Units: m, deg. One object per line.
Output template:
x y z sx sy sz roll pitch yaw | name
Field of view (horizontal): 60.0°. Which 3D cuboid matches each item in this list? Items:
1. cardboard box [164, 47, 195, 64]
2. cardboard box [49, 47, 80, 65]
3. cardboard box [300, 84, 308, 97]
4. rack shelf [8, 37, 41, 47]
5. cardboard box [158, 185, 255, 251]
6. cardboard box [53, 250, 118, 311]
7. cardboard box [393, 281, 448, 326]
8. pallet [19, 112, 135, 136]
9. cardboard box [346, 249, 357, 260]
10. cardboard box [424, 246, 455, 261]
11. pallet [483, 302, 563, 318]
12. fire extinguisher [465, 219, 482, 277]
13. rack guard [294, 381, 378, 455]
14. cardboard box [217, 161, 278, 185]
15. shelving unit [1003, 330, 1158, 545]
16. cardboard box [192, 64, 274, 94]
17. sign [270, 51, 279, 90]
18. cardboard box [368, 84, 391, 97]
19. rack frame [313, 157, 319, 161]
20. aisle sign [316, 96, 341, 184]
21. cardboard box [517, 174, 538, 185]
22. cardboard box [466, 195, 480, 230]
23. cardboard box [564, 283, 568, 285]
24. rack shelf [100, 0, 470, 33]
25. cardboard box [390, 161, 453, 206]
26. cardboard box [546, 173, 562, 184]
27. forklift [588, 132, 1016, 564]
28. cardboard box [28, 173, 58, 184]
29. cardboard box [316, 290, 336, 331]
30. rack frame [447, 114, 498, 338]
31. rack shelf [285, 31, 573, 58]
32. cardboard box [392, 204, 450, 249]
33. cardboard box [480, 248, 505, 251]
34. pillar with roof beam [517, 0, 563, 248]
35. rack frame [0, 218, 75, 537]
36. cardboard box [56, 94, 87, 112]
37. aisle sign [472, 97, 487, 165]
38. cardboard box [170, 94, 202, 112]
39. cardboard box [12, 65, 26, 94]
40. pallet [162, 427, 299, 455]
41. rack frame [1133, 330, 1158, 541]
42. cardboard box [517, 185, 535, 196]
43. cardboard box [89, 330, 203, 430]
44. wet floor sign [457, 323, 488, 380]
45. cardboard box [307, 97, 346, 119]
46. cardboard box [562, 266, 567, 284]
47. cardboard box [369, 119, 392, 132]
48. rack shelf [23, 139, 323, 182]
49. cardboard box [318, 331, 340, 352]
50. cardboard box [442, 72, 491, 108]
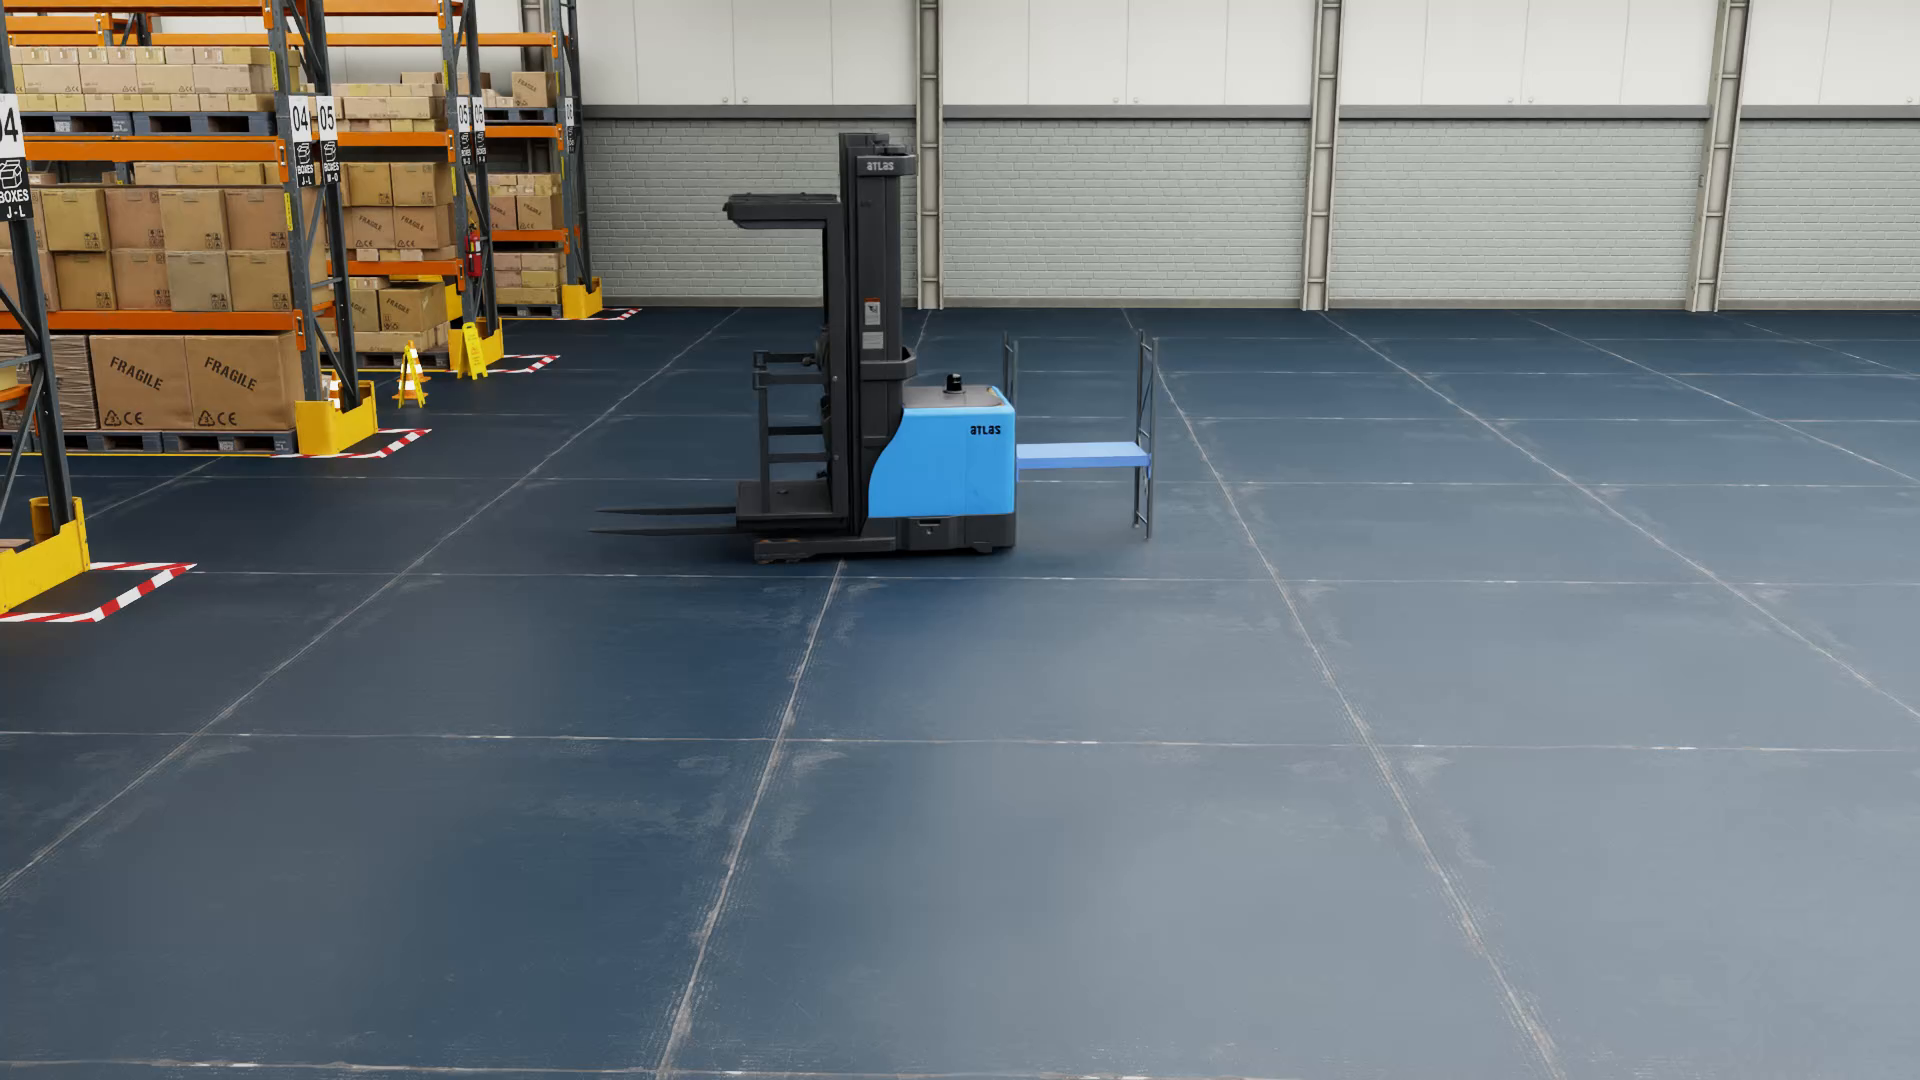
-6.787 -4.264 14.651 0.250 0.149 0.380 1 15 2 | cardboard box
-7.806 -4.270 14.674 0.250 0.149 0.380 0 15 2 | cardboard box
-7.790 -5.284 19.538 0.250 0.149 0.380 1 15 3 | cardboard box
-15.784 -7.332 24.685 4.000 0.370 1.077 0 15 1 | rack shelf
-6.858 -2.965 15.289 0.550 0.550 0.875 0 15 1 | cardboard box
-7.946 -2.468 15.522 0.500 0.550 0.875 0 15 1 | cardboard box
-6.734 -2.953 20.751 0.500 0.500 0.500 0 15 0 | cardboard box
-7.900 -3.795 15.139 1.213 0.211 1.003 0 15 1 | pallet
-7.312 -3.480 20.142 0.250 0.149 0.380 1 15 2 | cardboard box
-6.290 -3.468 20.097 0.250 0.149 0.380 1 15 3 | cardboard box
-6.553 -3.553 25.394 1.213 0.211 1.003 0 15 1 | pallet
-5.808 -3.486 19.824 0.183 0.674 0.296 0 15 1 | fire extinguisher
-5.912 -1.170 15.793 0.348 0.500 1.175 0 15 1 | rack guard
-8.463 -4.266 19.890 0.500 0.500 0.700 0 15 0 | cardboard box
0.872 -0.766 12.302 1.048 1.500 0.538 -2 15 -6 | shelving unit
-6.432 -4.083 14.749 0.500 0.250 0.500 1 15 2 | cardboard box
-5.964 -4.080 14.465 0.005 0.325 0.100 0 15 1 | sign
-6.768 -5.291 19.565 0.250 0.149 0.380 0 15 1 | cardboard box
-9.786 -4.933 25.159 0.127 3.000 1.000 0 15 1 | rack frame
-5.857 -3.711 15.432 0.004 0.787 0.394 0 15 1 | aisle sign
-6.398 -5.355 24.708 0.250 0.149 0.380 0 15 2 | cardboard box
-7.317 -4.901 24.840 0.500 0.500 0.500 0 15 0 | cardboard box
-6.273 -3.834 25.558 0.500 0.250 0.500 0 15 2 | cardboard box
-7.910 -6.206 19.638 4.000 0.370 1.077 0 15 1 | rack shelf
-6.427 -4.265 19.885 0.500 0.500 0.700 0 15 0 | cardboard box
-6.118 -5.470 25.141 0.250 0.149 0.380 0 15 0 | cardboard box
-1.152 -1.392 11.872 3.031 2.935 1.130 -2 15 -6 | forklift
-11.066 -4.323 19.971 0.250 0.149 0.380 0 15 0 | cardboard box
-7.744 -2.824 20.260 0.500 0.500 0.500 0 15 0 | cardboard box
-5.910 -3.641 20.262 0.127 3.000 1.000 0 15 1 | rack frame
-7.787 -7.280 24.487 4.000 0.370 1.077 0 15 1 | rack shelf
-6.460 -3.767 19.958 0.500 0.500 0.500 0 15 0 | cardboard box
-7.262 -4.324 25.456 0.500 0.250 0.500 0 15 1 | cardboard box
-6.570 -6.945 21.022 0.400 9.000 9.100 0 15 1 | pillar with roof beam
-6.164 -1.114 10.683 0.127 3.000 1.000 0 15 1 | rack frame
-7.802 -3.885 14.777 0.250 0.149 0.380 1 15 2 | cardboard box
-5.841 -4.977 20.229 0.004 0.787 0.394 0 15 1 | aisle sign
-6.785 -3.878 14.751 0.250 0.149 0.380 1 15 2 | cardboard box
-8.444 -4.097 14.800 0.500 0.250 0.500 0 15 1 | cardboard box
-6.737 -1.015 15.775 1.213 0.211 1.003 0 15 1 | pallet
1.377 -0.780 12.358 0.032 1.500 0.500 -2 15 -6 | rack frame
-6.397 -5.194 24.680 0.250 0.149 0.380 1 15 2 | cardboard box
-7.495 -1.547 15.665 0.875 0.875 0.875 0 15 1 | cardboard box
-5.748 -2.229 19.523 0.232 0.644 0.267 6 16 21 | wet floor sign
-7.450 -5.103 19.635 0.500 0.250 0.500 1 15 3 | cardboard box
-6.252 -4.079 25.506 0.500 0.250 0.500 1 15 2 | cardboard box
-6.789 -4.905 19.664 0.250 0.149 0.380 1 15 3 | cardboard box
-7.935 -3.494 15.233 4.000 0.370 1.077 0 15 1 | rack shelf
-7.766 -2.459 20.347 0.500 0.250 0.500 0 15 -1 | cardboard box
-7.257 -6.630 24.496 0.500 0.500 0.700 0 15 2 | cardboard box
